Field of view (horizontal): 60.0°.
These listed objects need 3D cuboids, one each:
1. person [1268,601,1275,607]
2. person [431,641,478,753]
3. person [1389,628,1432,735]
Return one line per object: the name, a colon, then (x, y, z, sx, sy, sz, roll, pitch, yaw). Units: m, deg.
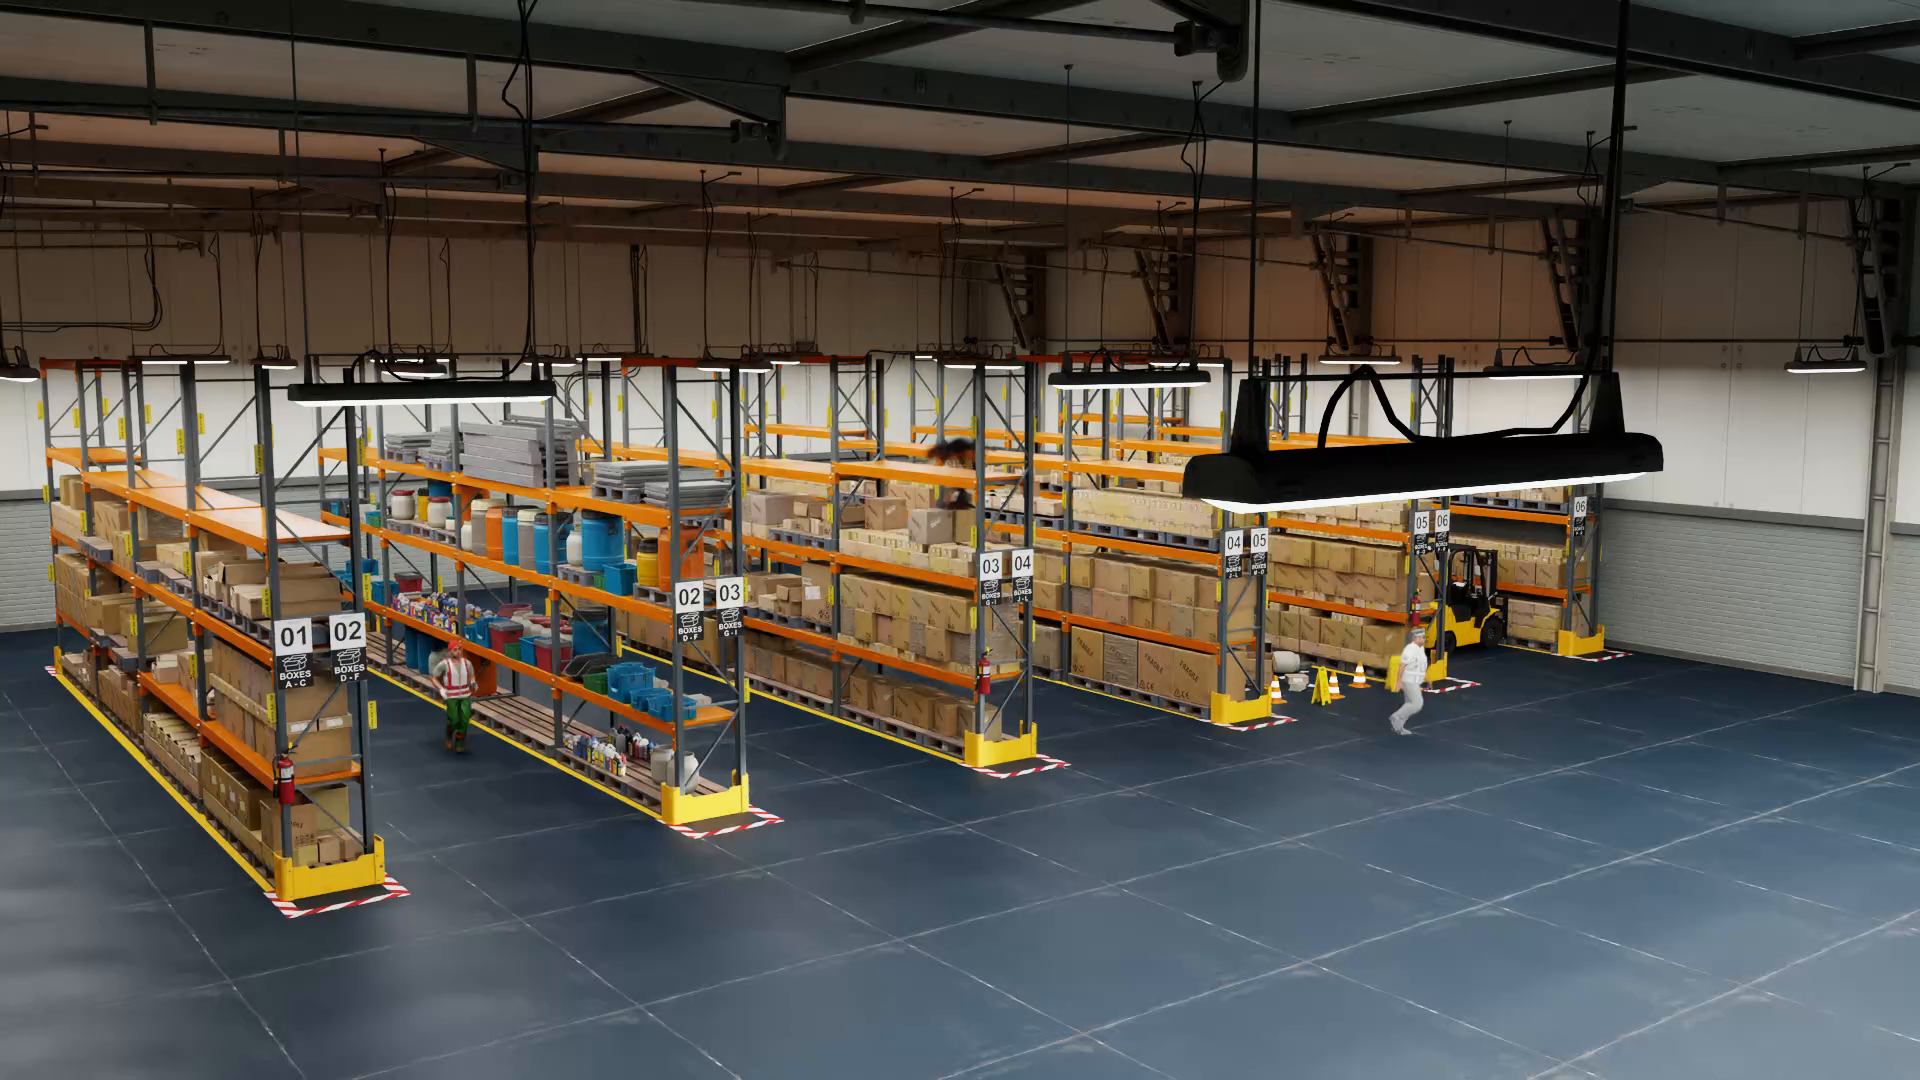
person: (7.009, 1.178, 36.038, 0.650, 1.696, 0.976, -6, 9, -43)
person: (-7.699, 2.412, 25.454, 0.653, 1.743, 0.588, -5, 9, -36)
person: (7.244, 2.271, 26.734, 0.590, 1.748, 0.665, 4, 8, 28)
